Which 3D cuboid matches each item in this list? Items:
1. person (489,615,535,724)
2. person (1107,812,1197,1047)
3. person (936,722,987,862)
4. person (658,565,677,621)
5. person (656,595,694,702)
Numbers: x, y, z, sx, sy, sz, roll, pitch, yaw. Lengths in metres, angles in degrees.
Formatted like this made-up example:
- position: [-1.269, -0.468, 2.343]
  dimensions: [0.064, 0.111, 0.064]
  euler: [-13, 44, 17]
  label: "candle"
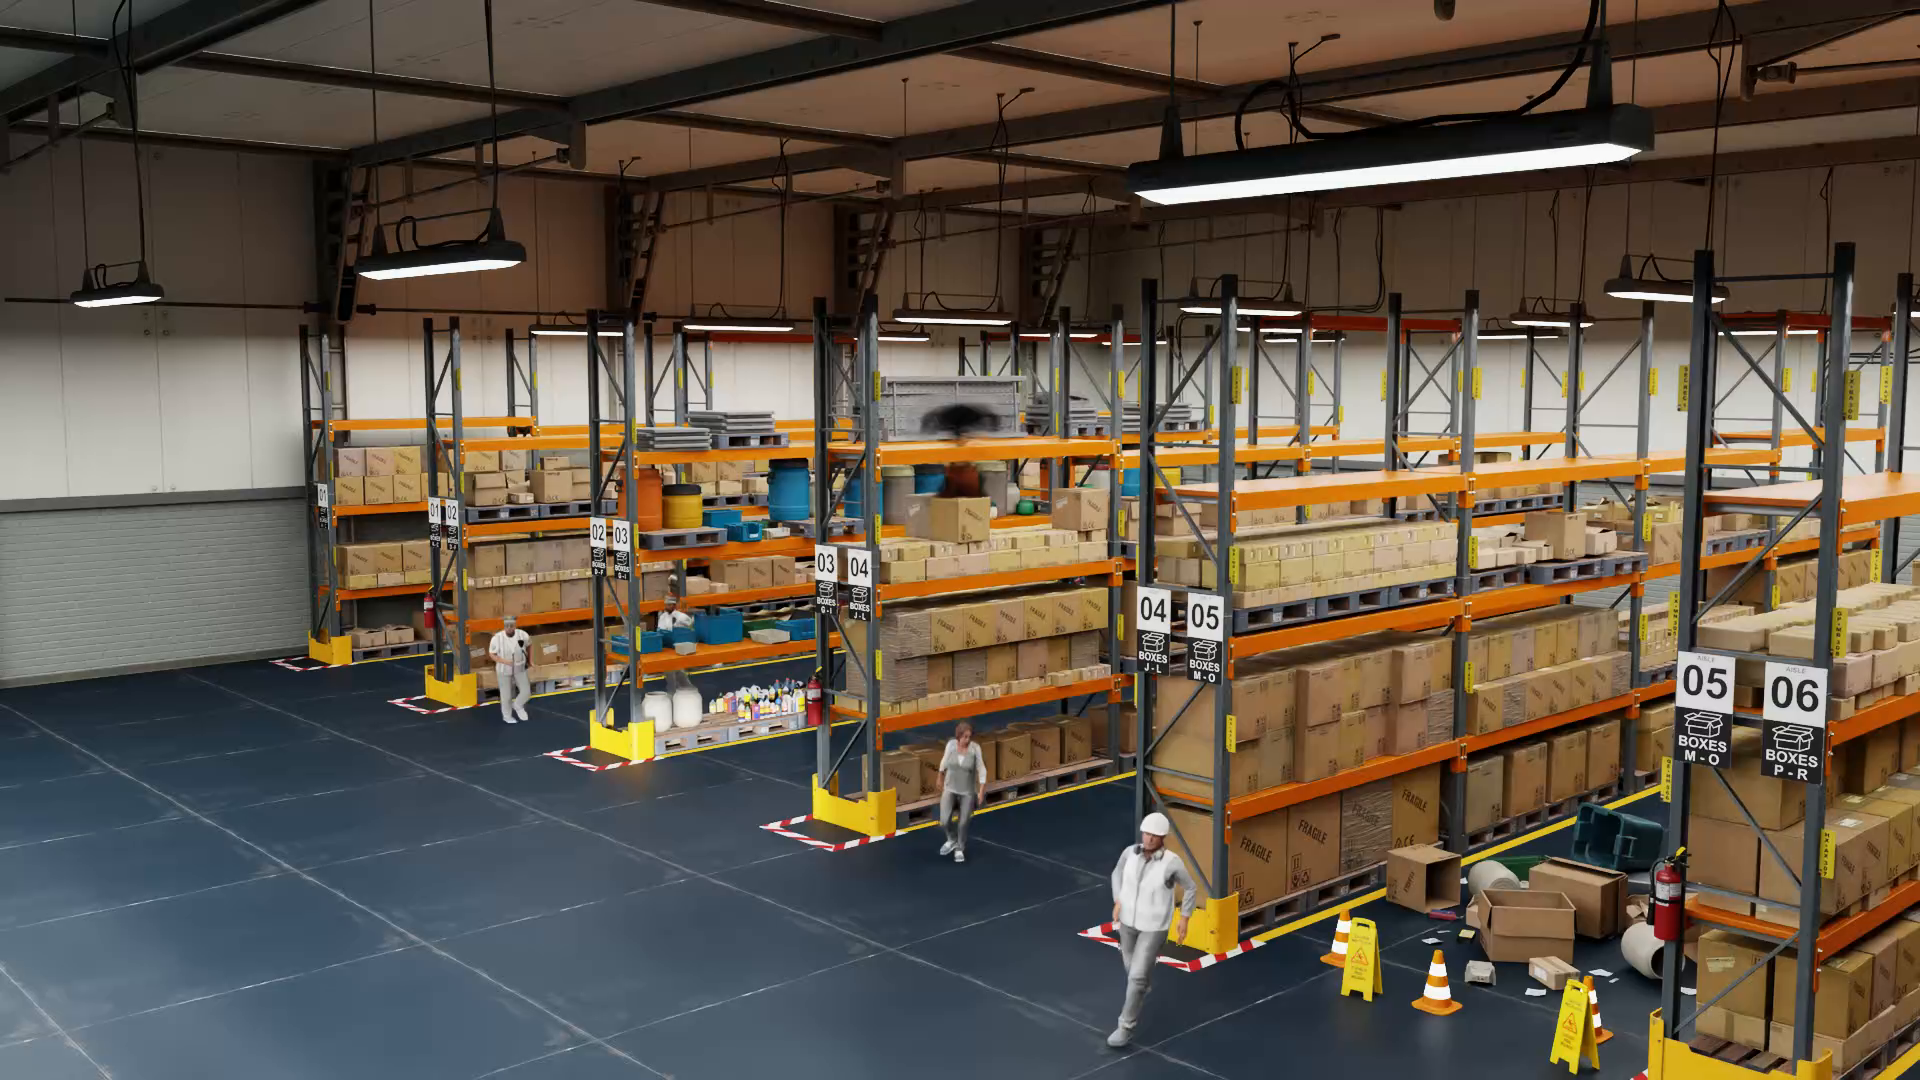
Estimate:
- position: [-6.532, 1.891, 24.286]
  dimensions: [0.674, 1.655, 0.830]
  euler: [-3, 6, -24]
  label: "person"
- position: [1.458, 2.958, 12.867]
  dimensions: [0.689, 1.753, 0.933]
  euler: [4, 7, 33]
  label: "person"
- position: [0.008, 2.643, 17.416]
  dimensions: [0.560, 1.546, 0.588]
  euler: [0, 6, 4]
  label: "person"
- position: [-5.335, 1.257, 30.769]
  dimensions: [0.527, 1.683, 0.774]
  euler: [5, 8, 43]
  label: "person"
- position: [-4.445, 1.716, 25.878]
  dimensions: [0.523, 1.745, 0.847]
  euler: [4, 7, 37]
  label: "person"
